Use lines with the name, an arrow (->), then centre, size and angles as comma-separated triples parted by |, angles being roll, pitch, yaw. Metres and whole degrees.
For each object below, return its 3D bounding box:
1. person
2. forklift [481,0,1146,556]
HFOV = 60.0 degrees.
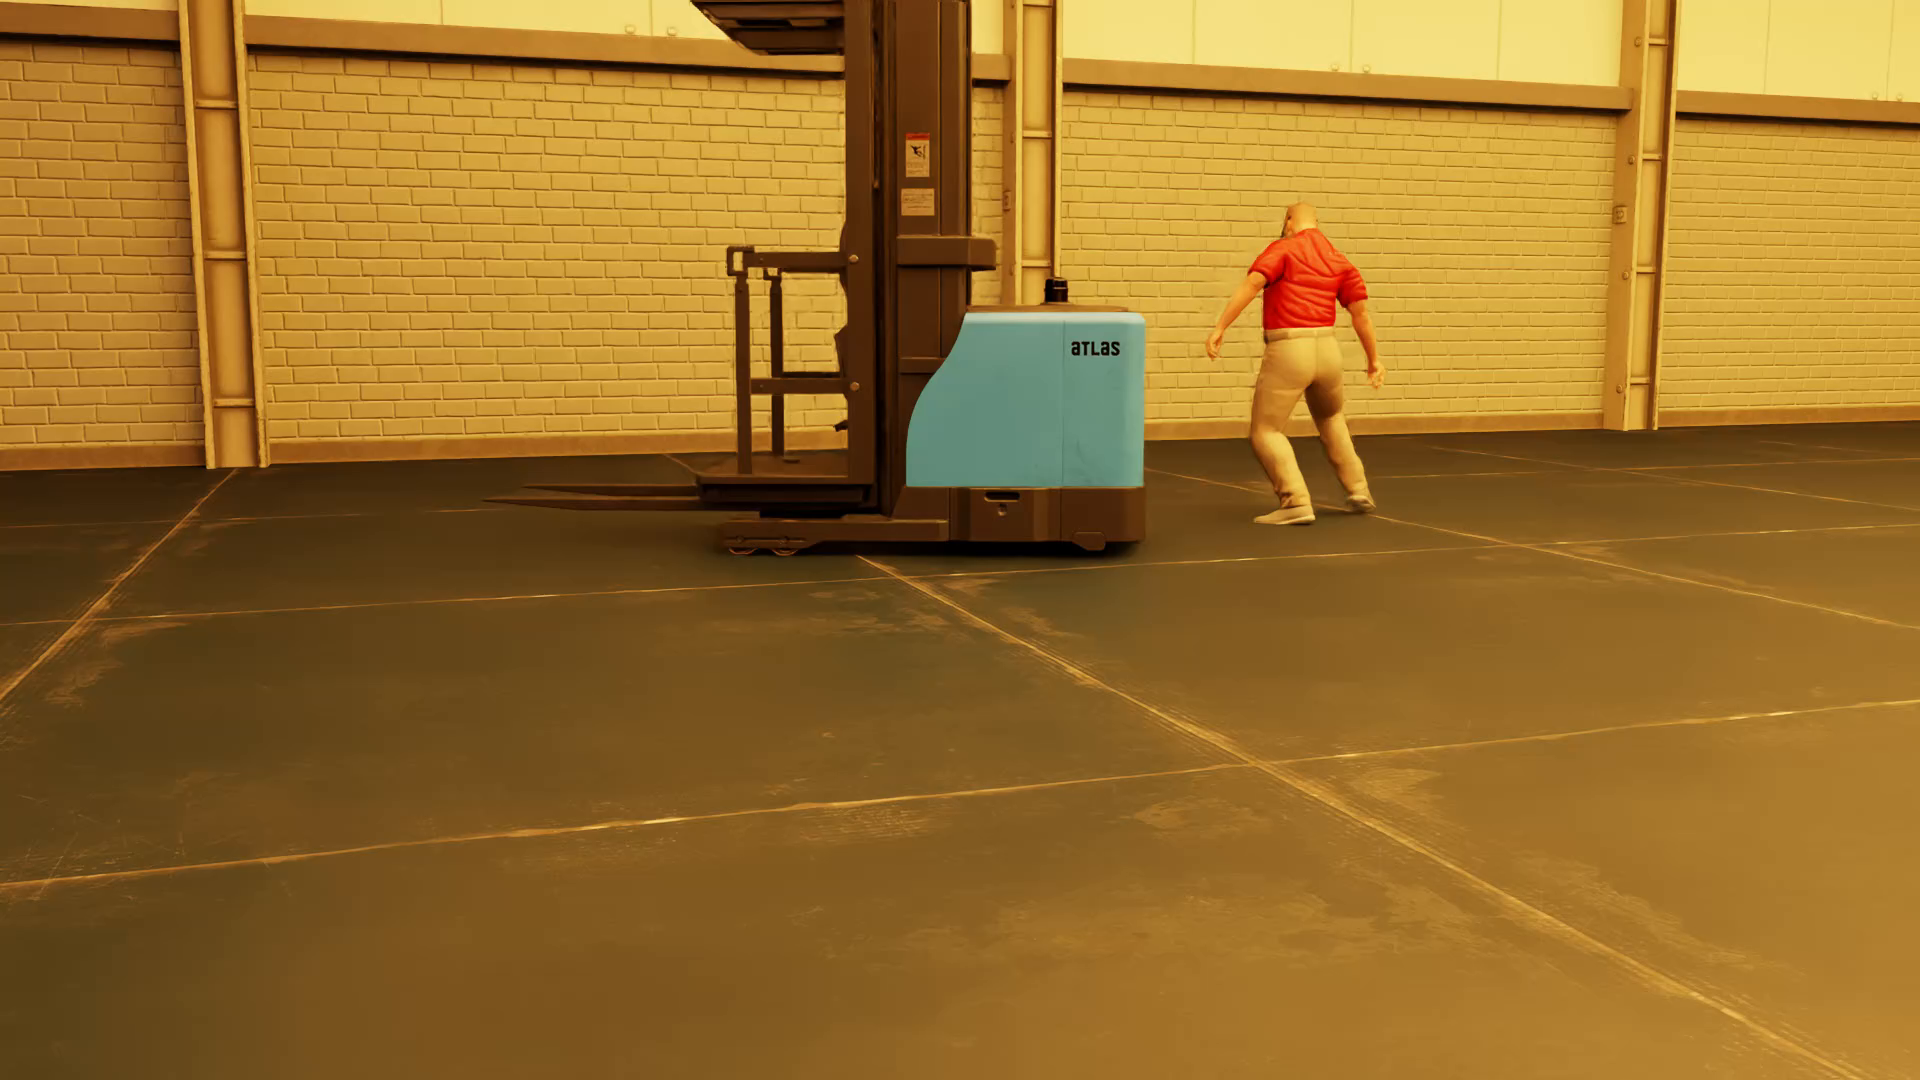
person -> 1.781, -0.910, 8.621 | 1.124, 1.671, 0.474 | -4, 9, -25
forklift -> -0.670, -1.451, 7.718 | 3.031, 2.935, 1.130 | 0, 8, 2
